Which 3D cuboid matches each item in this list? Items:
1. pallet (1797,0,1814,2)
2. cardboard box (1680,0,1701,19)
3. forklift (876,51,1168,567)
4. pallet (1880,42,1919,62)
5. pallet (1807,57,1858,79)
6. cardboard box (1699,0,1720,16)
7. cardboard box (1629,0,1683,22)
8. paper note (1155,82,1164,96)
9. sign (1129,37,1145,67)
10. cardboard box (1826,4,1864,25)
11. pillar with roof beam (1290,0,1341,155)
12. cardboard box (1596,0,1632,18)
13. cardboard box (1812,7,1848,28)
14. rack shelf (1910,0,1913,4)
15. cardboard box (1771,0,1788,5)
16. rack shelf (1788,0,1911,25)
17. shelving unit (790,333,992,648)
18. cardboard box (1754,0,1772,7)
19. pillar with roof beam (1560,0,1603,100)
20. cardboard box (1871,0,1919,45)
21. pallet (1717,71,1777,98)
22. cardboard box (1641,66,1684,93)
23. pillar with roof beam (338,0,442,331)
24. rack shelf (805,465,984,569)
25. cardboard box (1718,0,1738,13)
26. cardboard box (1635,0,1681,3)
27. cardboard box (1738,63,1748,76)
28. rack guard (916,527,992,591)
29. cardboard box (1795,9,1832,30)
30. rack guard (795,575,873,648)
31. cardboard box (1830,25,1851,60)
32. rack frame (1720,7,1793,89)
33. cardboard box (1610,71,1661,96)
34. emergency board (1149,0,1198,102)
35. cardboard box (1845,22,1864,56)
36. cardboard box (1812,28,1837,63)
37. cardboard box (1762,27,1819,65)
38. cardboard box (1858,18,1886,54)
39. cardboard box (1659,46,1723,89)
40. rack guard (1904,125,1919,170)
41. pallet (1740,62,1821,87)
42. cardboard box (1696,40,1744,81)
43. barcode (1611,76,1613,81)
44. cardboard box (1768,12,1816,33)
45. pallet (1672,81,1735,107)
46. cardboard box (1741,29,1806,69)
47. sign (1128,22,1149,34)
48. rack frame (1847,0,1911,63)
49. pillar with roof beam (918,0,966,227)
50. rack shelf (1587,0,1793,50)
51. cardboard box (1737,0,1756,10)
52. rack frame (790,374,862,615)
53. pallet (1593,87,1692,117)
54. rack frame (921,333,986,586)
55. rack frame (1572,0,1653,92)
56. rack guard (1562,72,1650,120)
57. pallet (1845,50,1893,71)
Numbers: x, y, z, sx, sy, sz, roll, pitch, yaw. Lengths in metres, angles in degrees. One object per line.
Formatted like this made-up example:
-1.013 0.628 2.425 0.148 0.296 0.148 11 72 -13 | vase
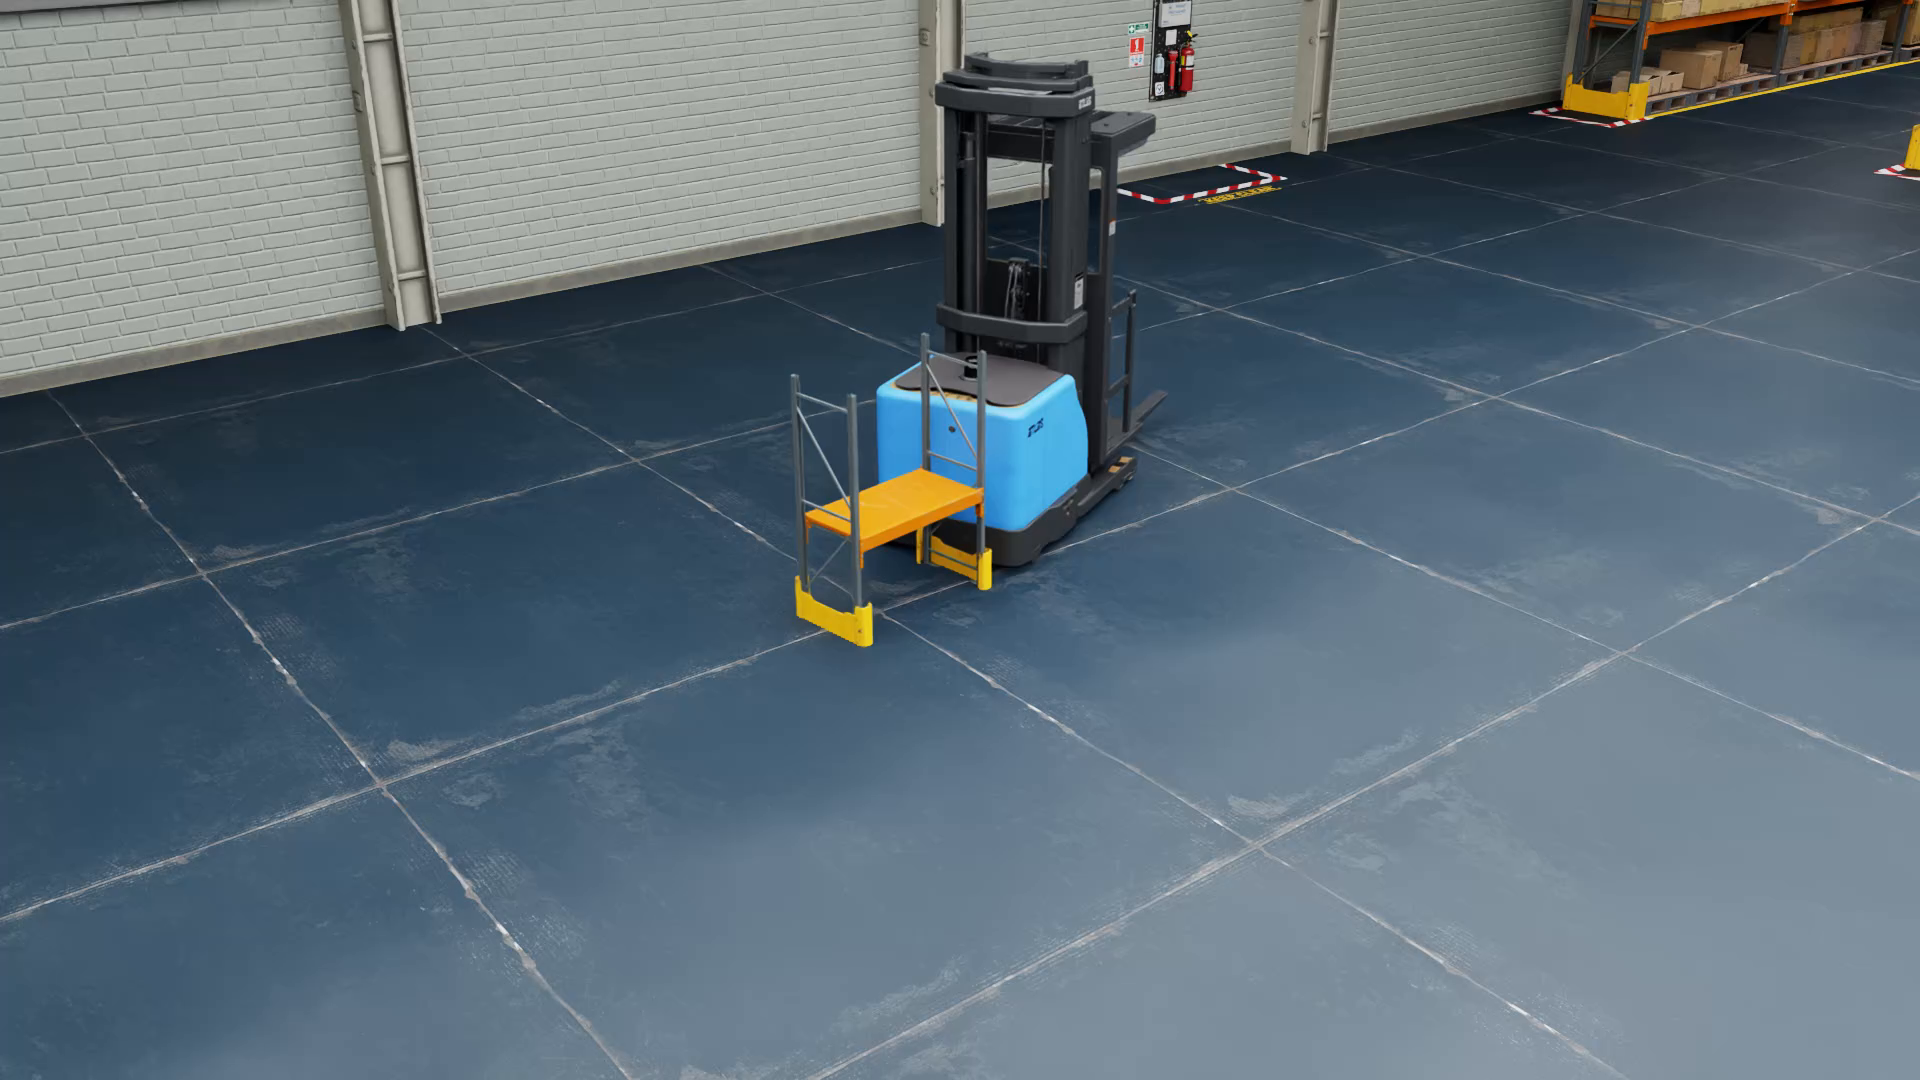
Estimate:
13.077 -8.625 25.999 1.213 0.211 1.003 -18 31 -34 | pallet
10.218 -7.625 23.771 0.500 0.250 0.500 -19 31 -36 | cardboard box
0.590 -1.752 11.044 1.130 2.935 3.031 12 28 25 | forklift
16.201 -8.516 28.848 1.213 0.211 1.003 -18 31 -34 | pallet
13.959 -7.818 27.345 1.213 0.211 1.003 -18 31 -34 | pallet
10.623 -7.755 24.052 0.500 0.250 0.500 -19 31 -35 | cardboard box
9.819 -7.485 23.470 0.500 0.250 0.500 -19 31 -35 | cardboard box
2.384 -5.381 19.827 0.142 0.148 0.016 -18 31 -34 | paper note
2.067 -5.710 19.448 0.234 0.329 0.001 -18 31 -34 | sign
14.512 -8.675 27.435 0.500 0.250 0.500 -18 30 -33 | cardboard box
7.191 -7.728 16.711 0.400 9.000 9.100 -18 31 -34 | pillar with roof beam
9.487 -7.649 23.823 0.500 0.250 0.500 -18 30 -33 | cardboard box
14.111 -8.540 27.144 0.500 0.250 0.500 -18 31 -34 | cardboard box
17.108 -9.794 29.145 4.000 0.370 1.077 -18 31 -34 | rack shelf
12.201 -8.279 25.181 0.500 0.250 0.500 -18 30 -34 | cardboard box
13.960 -8.755 26.906 4.000 0.370 1.077 -18 31 -34 | rack shelf
-0.386 -0.314 9.645 0.587 1.500 1.083 22 33 39 | shelving unit
11.803 -8.153 24.908 0.500 0.250 0.500 -18 30 -34 | cardboard box
11.912 -9.286 20.070 0.400 9.000 9.100 -18 31 -34 | pillar with roof beam
16.194 -8.964 28.556 0.750 0.750 0.750 -19 31 -35 | cardboard box
11.880 -7.111 25.821 1.213 0.211 1.003 -18 31 -34 | pallet
10.287 -6.801 24.512 0.500 0.311 0.500 -15 29 -30 | cardboard box
-2.252 -4.610 9.995 0.400 9.000 9.100 -18 31 -34 | pillar with roof beam
-0.392 -0.148 9.715 0.538 0.185 1.000 22 33 39 | rack shelf
11.022 -7.886 24.333 0.500 0.250 0.500 -18 30 -34 | cardboard box
9.800 -7.828 23.318 0.500 0.500 0.500 -18 31 -34 | cardboard box
11.984 -7.327 25.818 0.380 0.166 0.250 22 33 39 | cardboard box
-0.041 0.101 10.235 0.587 0.250 0.087 22 33 39 | rack guard
13.707 -8.416 26.877 0.500 0.250 0.500 -19 31 -35 | cardboard box
-0.730 0.404 9.582 0.587 0.250 0.087 22 33 39 | rack guard
14.149 -8.229 27.364 0.500 0.500 0.700 -18 31 -34 | cardboard box
12.386 -8.562 25.635 0.127 3.000 1.000 -18 31 -34 | rack frame
9.839 -6.653 24.193 0.500 0.311 0.500 -23 33 -40 | cardboard box
2.566 -5.803 19.691 0.643 1.169 0.194 -18 31 -34 | emergency board
14.522 -8.367 27.662 0.500 0.500 0.700 -18 31 -34 | cardboard box
13.757 -8.094 27.074 0.500 0.500 0.700 -18 30 -33 | cardboard box
13.331 -7.975 26.817 0.500 0.500 0.700 -19 31 -35 | cardboard box
15.000 -8.462 27.867 0.500 0.500 0.700 -18 30 -33 | cardboard box
10.895 -7.060 24.847 0.500 0.500 0.700 -21 32 -37 | cardboard box
12.279 -4.743 20.375 0.348 0.500 1.175 -18 31 -34 | rack guard
12.998 -7.500 26.659 1.213 0.211 1.003 -18 31 -34 | pallet
11.594 -7.345 25.459 0.500 0.500 0.500 -21 32 -38 | cardboard box
9.606 -6.794 24.486 0.075 0.075 0.001 -18 31 -34 | barcode
13.300 -8.280 26.583 0.500 0.250 0.500 -19 31 -35 | cardboard box
10.919 -6.792 25.134 1.213 0.211 1.003 -18 31 -34 | pallet
12.955 -7.824 26.492 0.500 0.500 0.700 -17 30 -32 | cardboard box
2.076 -5.949 19.332 0.331 0.109 0.001 -18 31 -34 | sign
15.534 -9.601 27.874 0.127 3.000 1.000 -18 31 -34 | rack frame
2.469 -6.169 13.353 0.400 9.000 9.100 -18 31 -34 | pillar with roof beam
10.812 -7.716 24.667 4.000 0.370 1.077 -18 31 -34 | rack shelf
11.417 -8.017 24.615 0.500 0.250 0.500 -18 31 -34 | cardboard box
-0.743 -0.157 9.306 0.500 1.500 0.032 22 33 39 | rack frame
9.960 -6.477 24.455 1.213 0.211 1.003 -18 31 -34 | pallet
-0.041 -0.466 9.972 0.500 1.500 0.032 22 33 39 | rack frame
9.239 -7.523 23.396 0.127 3.000 1.000 -18 31 -34 | rack frame
9.298 -6.409 23.965 0.348 0.500 1.175 -18 31 -34 | rack guard
14.918 -8.133 28.025 1.213 0.211 1.003 -18 31 -34 | pallet
